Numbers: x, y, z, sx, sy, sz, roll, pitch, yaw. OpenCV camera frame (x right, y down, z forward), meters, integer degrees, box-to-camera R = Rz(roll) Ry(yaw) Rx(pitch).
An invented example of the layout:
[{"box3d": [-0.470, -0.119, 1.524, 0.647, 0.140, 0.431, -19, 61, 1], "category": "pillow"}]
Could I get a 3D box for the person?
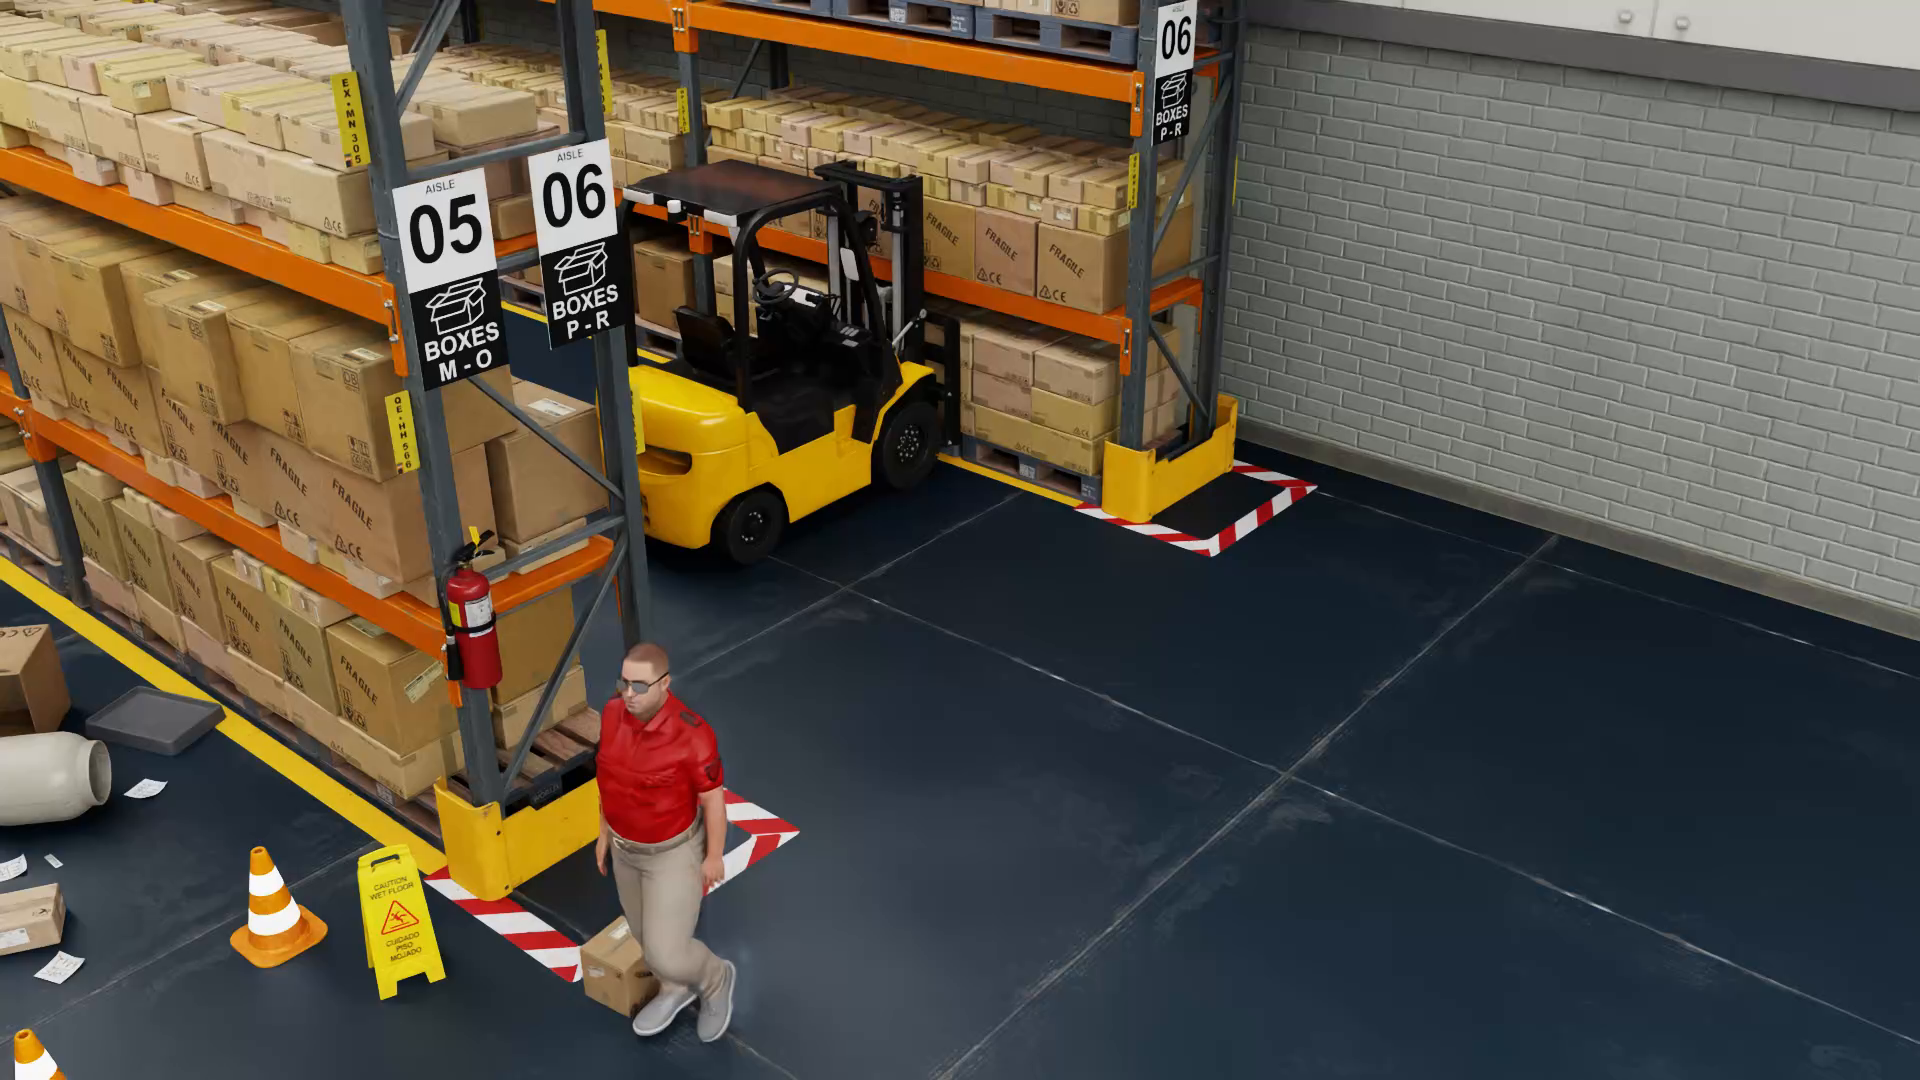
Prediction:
[{"box3d": [-1.168, 1.197, 6.304, 0.536, 1.761, 0.421, 17, 32, 30], "category": "person"}]
